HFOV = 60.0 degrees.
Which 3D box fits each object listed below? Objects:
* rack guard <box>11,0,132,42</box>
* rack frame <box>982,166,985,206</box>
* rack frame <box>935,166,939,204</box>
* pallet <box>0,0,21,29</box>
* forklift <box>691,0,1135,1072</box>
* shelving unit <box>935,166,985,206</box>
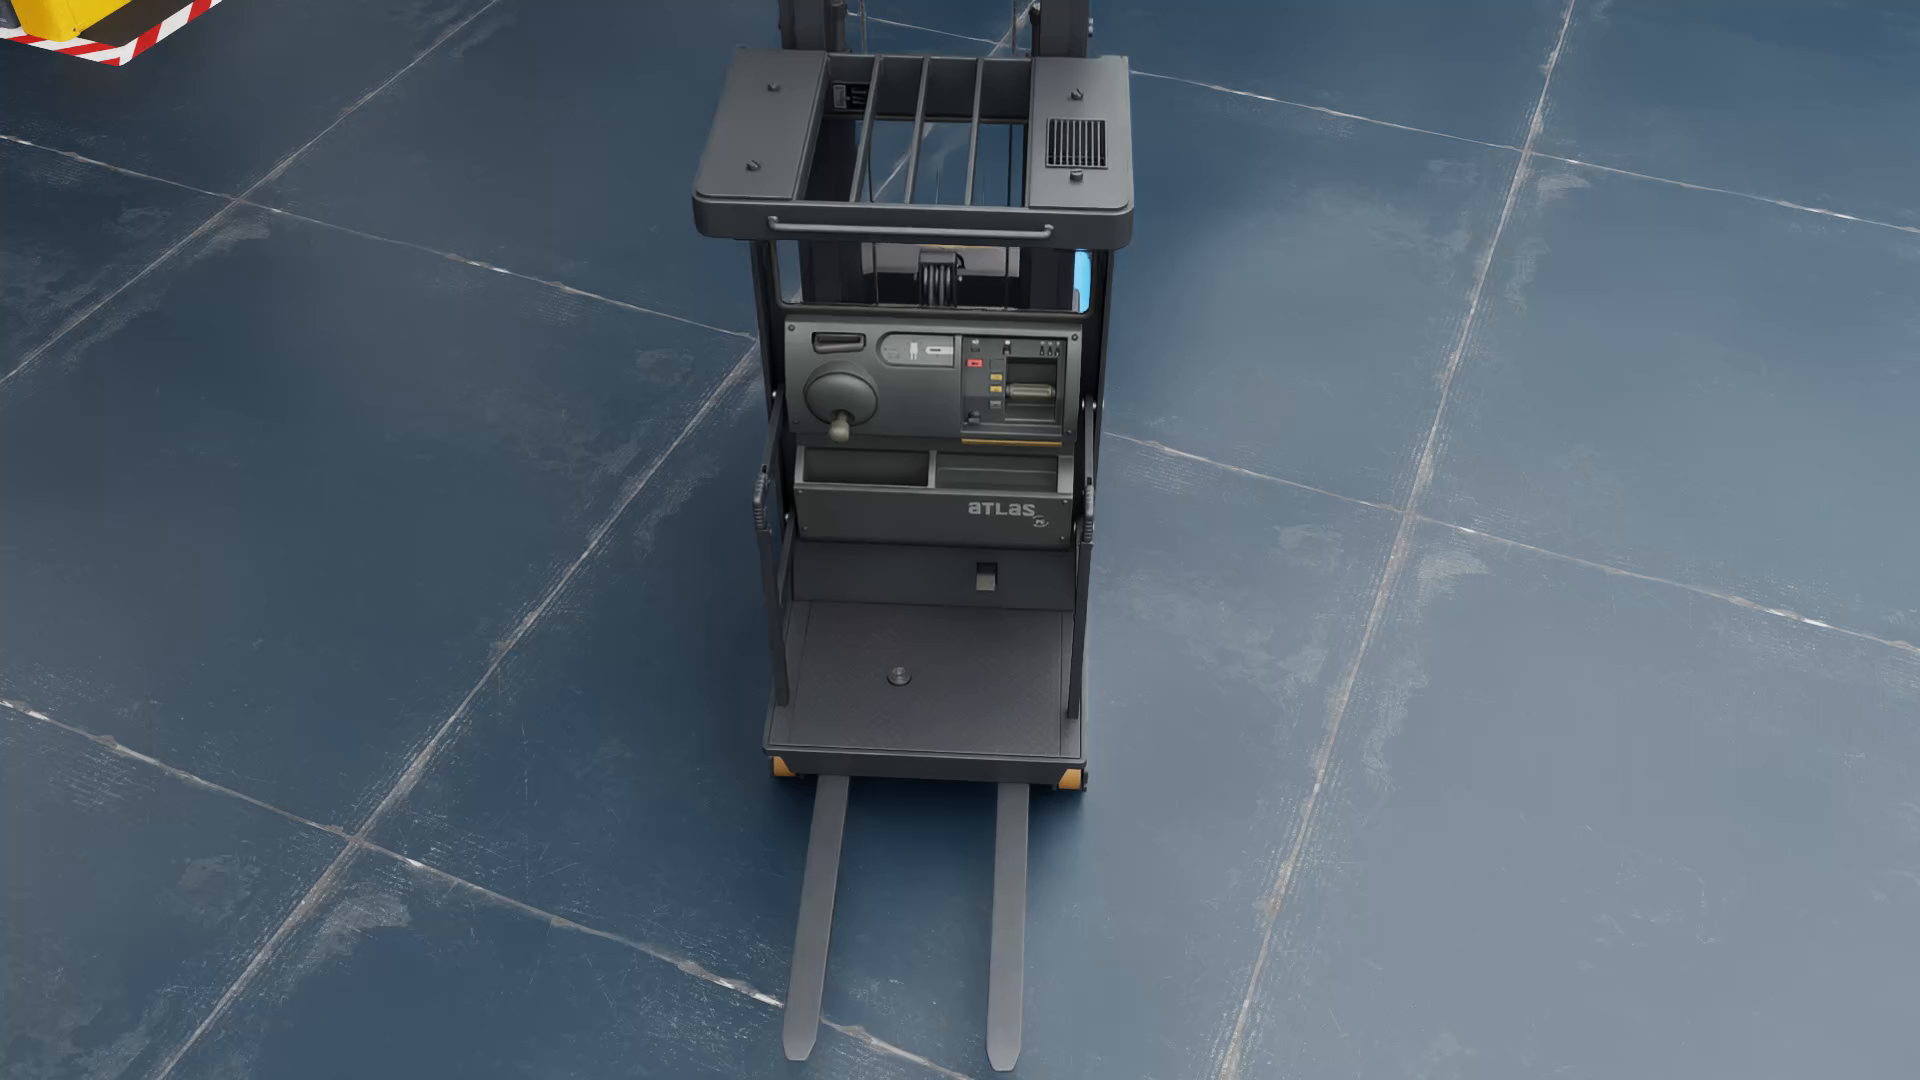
[{"bbox_3d":[-5.126,-3.483,9.896,0.348,0.500,1.175,16,47,16],"label":"rack guard"},{"bbox_3d":[0.092,-0.956,6.860,0.006,1.200,0.240,1,45,1],"label":"rack frame"},{"bbox_3d":[-0.091,-0.960,6.864,0.006,1.200,0.240,1,45,1],"label":"rack frame"},{"bbox_3d":[-5.917,-3.553,10.171,1.213,0.211,1.003,16,47,16],"label":"pallet"},{"bbox_3d":[-0.096,-0.403,5.077,1.130,2.935,3.031,2,45,2],"label":"forklift"},{"bbox_3d":[0.001,-0.958,6.862,0.189,1.200,0.258,1,45,1],"label":"shelving unit"}]
